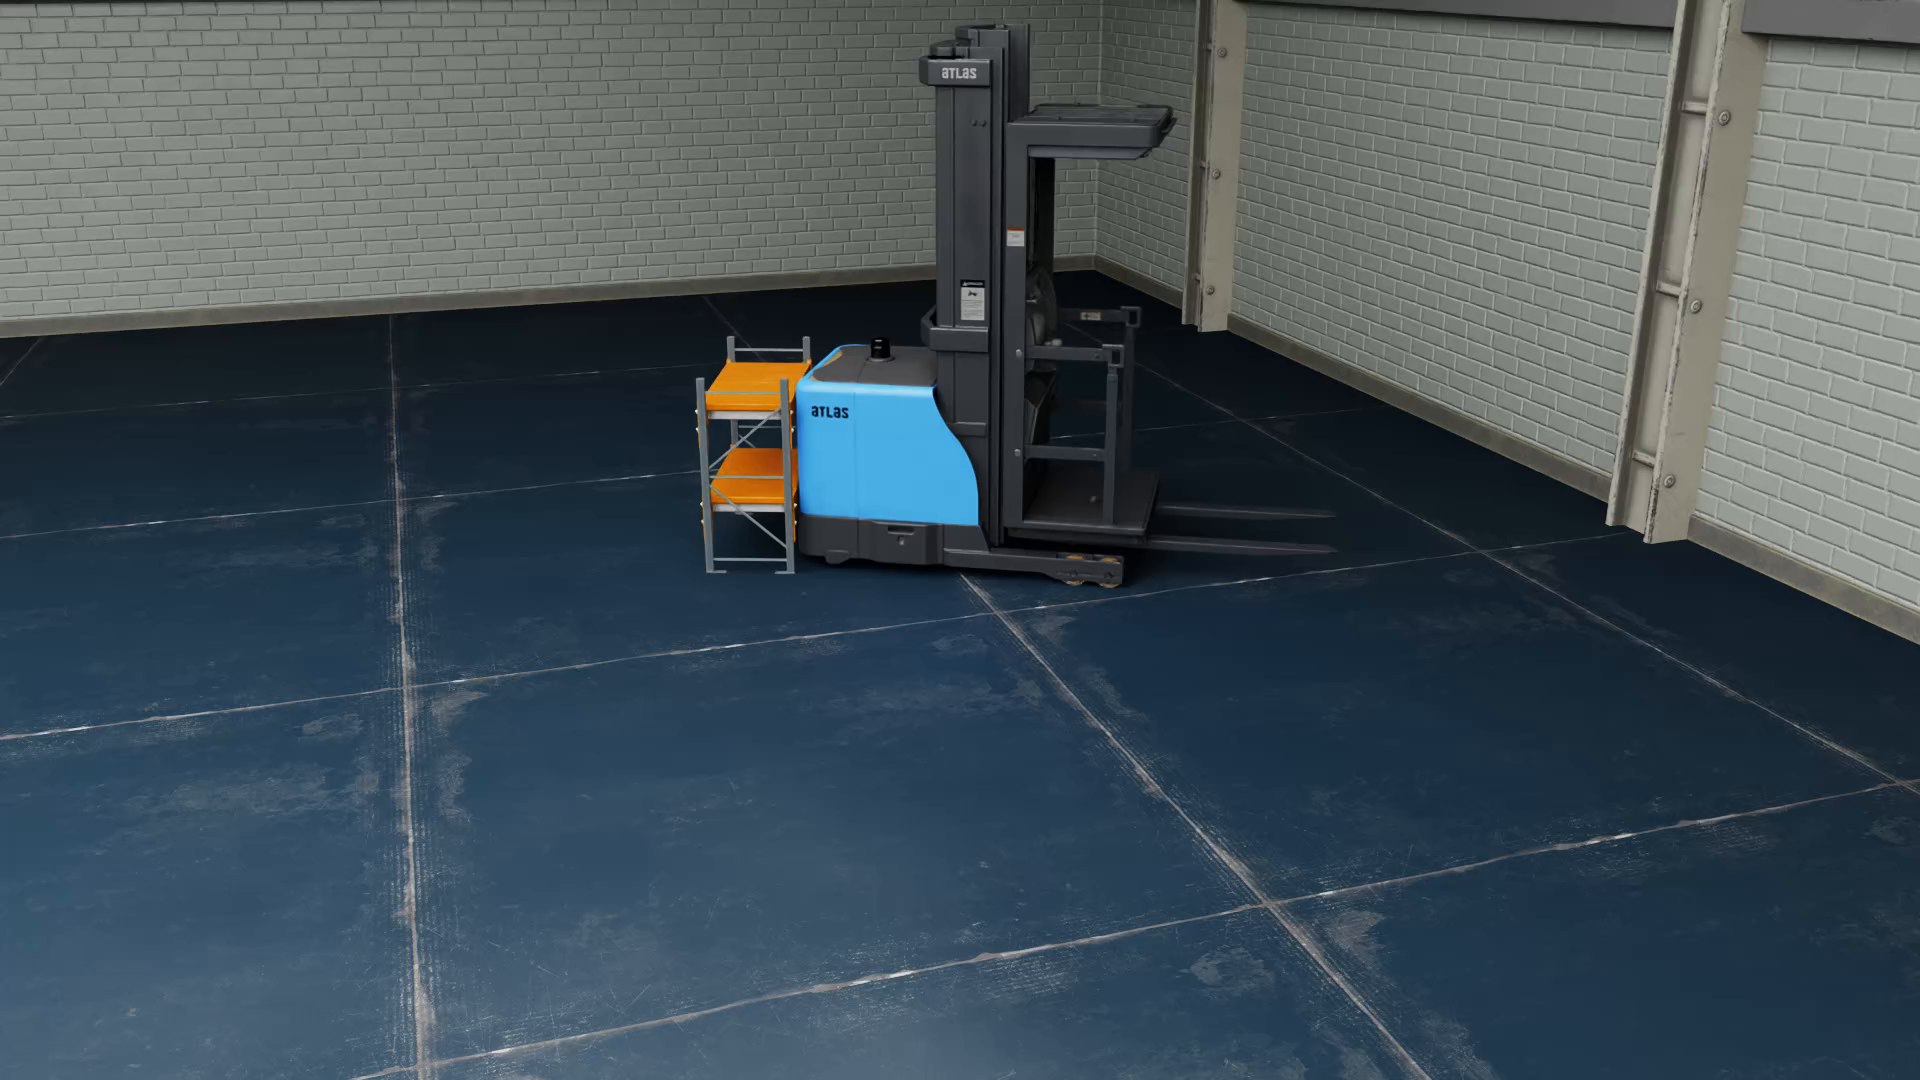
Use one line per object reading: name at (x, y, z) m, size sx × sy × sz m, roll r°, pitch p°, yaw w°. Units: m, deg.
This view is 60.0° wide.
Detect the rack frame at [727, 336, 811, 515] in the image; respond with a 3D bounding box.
rack frame at (-1.149, -0.689, 10.171) m, size 0.500 × 1.125 × 0.032 m, roll 1°, pitch 20°, yaw 2°

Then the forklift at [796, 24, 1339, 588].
forklift at (0.642, -1.308, 9.223) m, size 3.031 × 2.935 × 1.130 m, roll 4°, pitch 20°, yaw 10°

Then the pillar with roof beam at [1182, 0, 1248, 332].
pillar with roof beam at (-1.807, -5.760, 12.641) m, size 9.100 × 9.000 × 0.400 m, roll -6°, pitch 21°, yaw -17°

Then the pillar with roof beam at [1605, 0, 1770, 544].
pillar with roof beam at (0.079, -3.835, 7.280) m, size 9.100 × 9.000 × 0.400 m, roll -6°, pitch 21°, yaw -17°

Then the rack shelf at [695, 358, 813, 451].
rack shelf at (-1.166, -0.793, 9.594) m, size 0.538 × 0.278 × 1.000 m, roll 1°, pitch 20°, yaw 2°

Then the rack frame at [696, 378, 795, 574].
rack frame at (-1.182, -0.346, 9.215) m, size 0.500 × 1.125 × 0.032 m, roll 1°, pitch 20°, yaw 2°

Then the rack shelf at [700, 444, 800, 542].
rack shelf at (-1.166, -0.287, 9.776) m, size 0.538 × 0.278 × 1.000 m, roll 1°, pitch 20°, yaw 2°

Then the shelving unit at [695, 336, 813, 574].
shelving unit at (-1.166, -0.517, 9.693) m, size 0.538 × 1.125 × 1.048 m, roll 1°, pitch 20°, yaw 2°
